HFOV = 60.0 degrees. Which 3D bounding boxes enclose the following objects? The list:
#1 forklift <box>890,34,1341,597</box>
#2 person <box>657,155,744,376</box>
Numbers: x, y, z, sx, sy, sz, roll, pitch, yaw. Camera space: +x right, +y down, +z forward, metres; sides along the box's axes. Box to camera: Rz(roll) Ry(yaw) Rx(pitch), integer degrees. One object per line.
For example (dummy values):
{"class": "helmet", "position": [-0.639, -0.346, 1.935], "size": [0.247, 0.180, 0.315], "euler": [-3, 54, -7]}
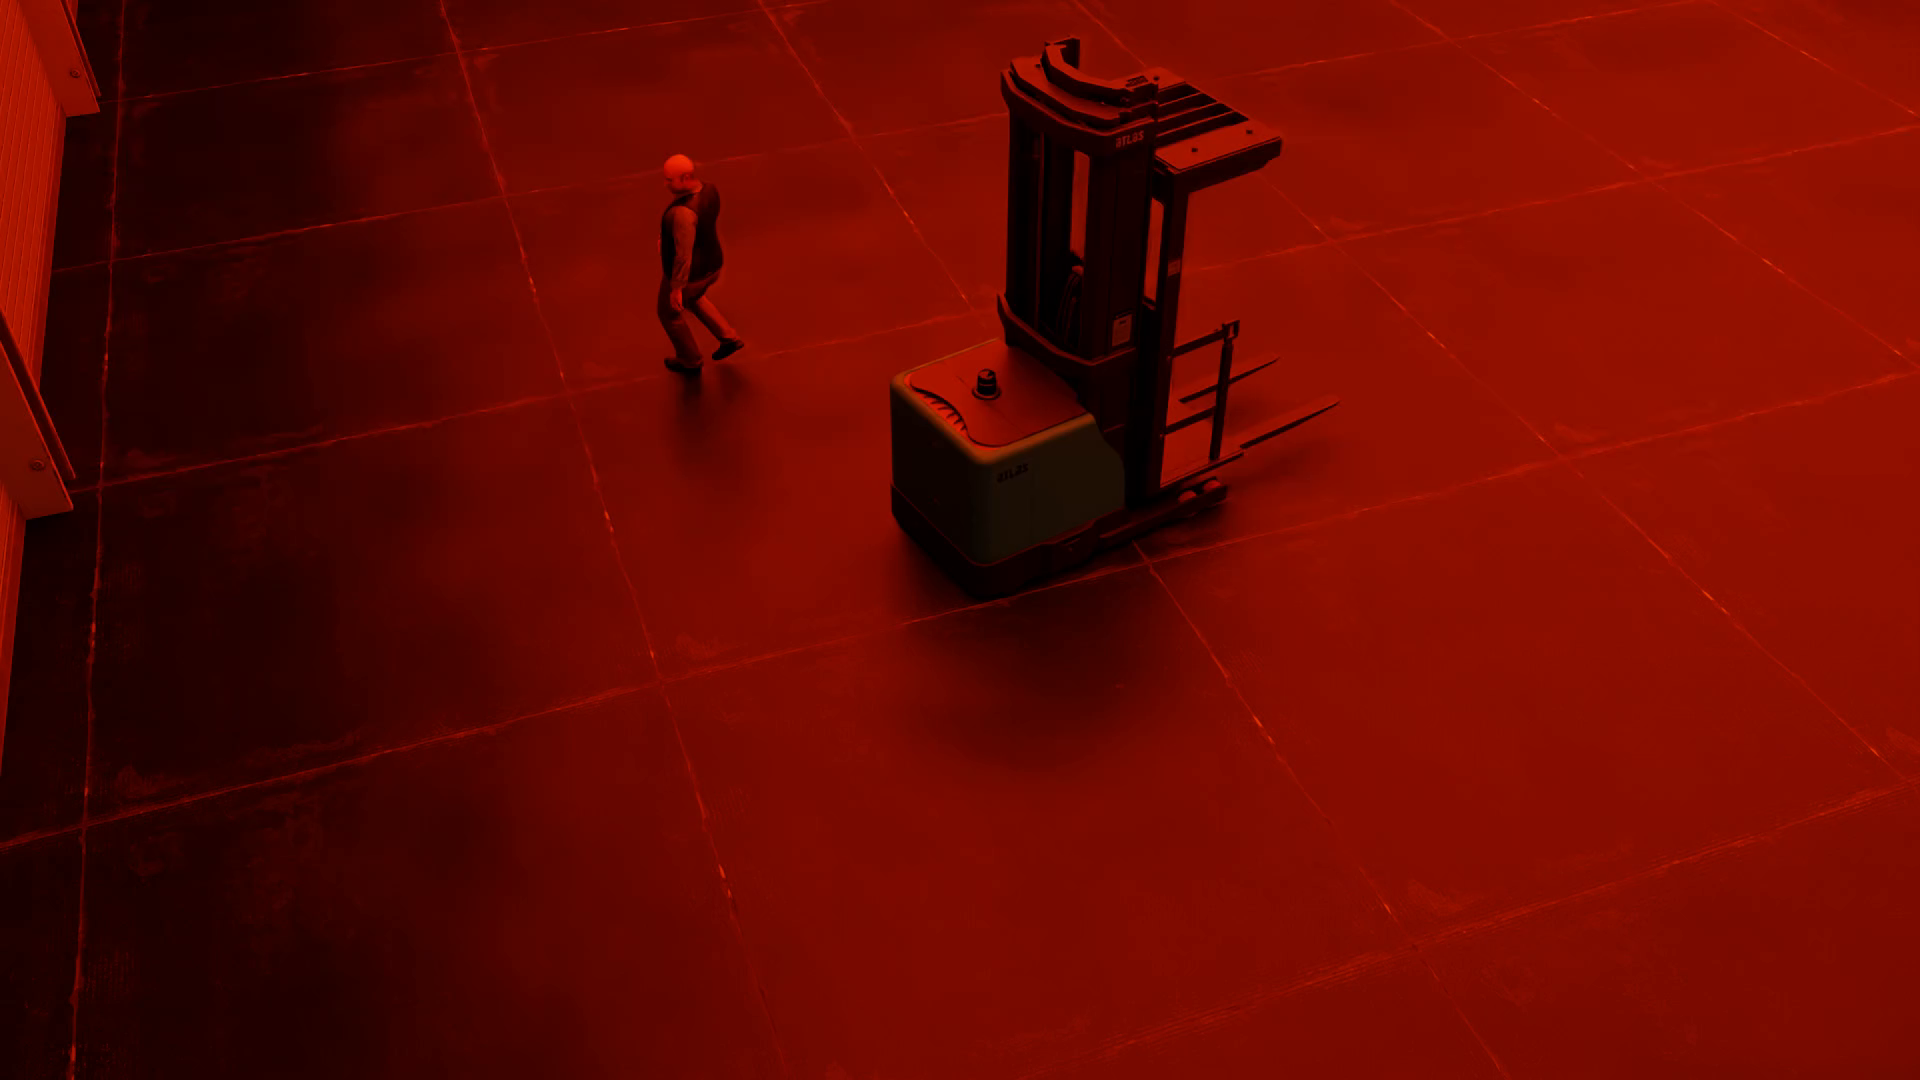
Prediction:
{"class": "forklift", "position": [1.084, -1.525, 9.813], "size": [3.031, 2.935, 1.130], "euler": [-23, 45, -25]}
{"class": "person", "position": [-1.844, -1.814, 11.143], "size": [0.555, 1.673, 0.705], "euler": [20, 44, 22]}
